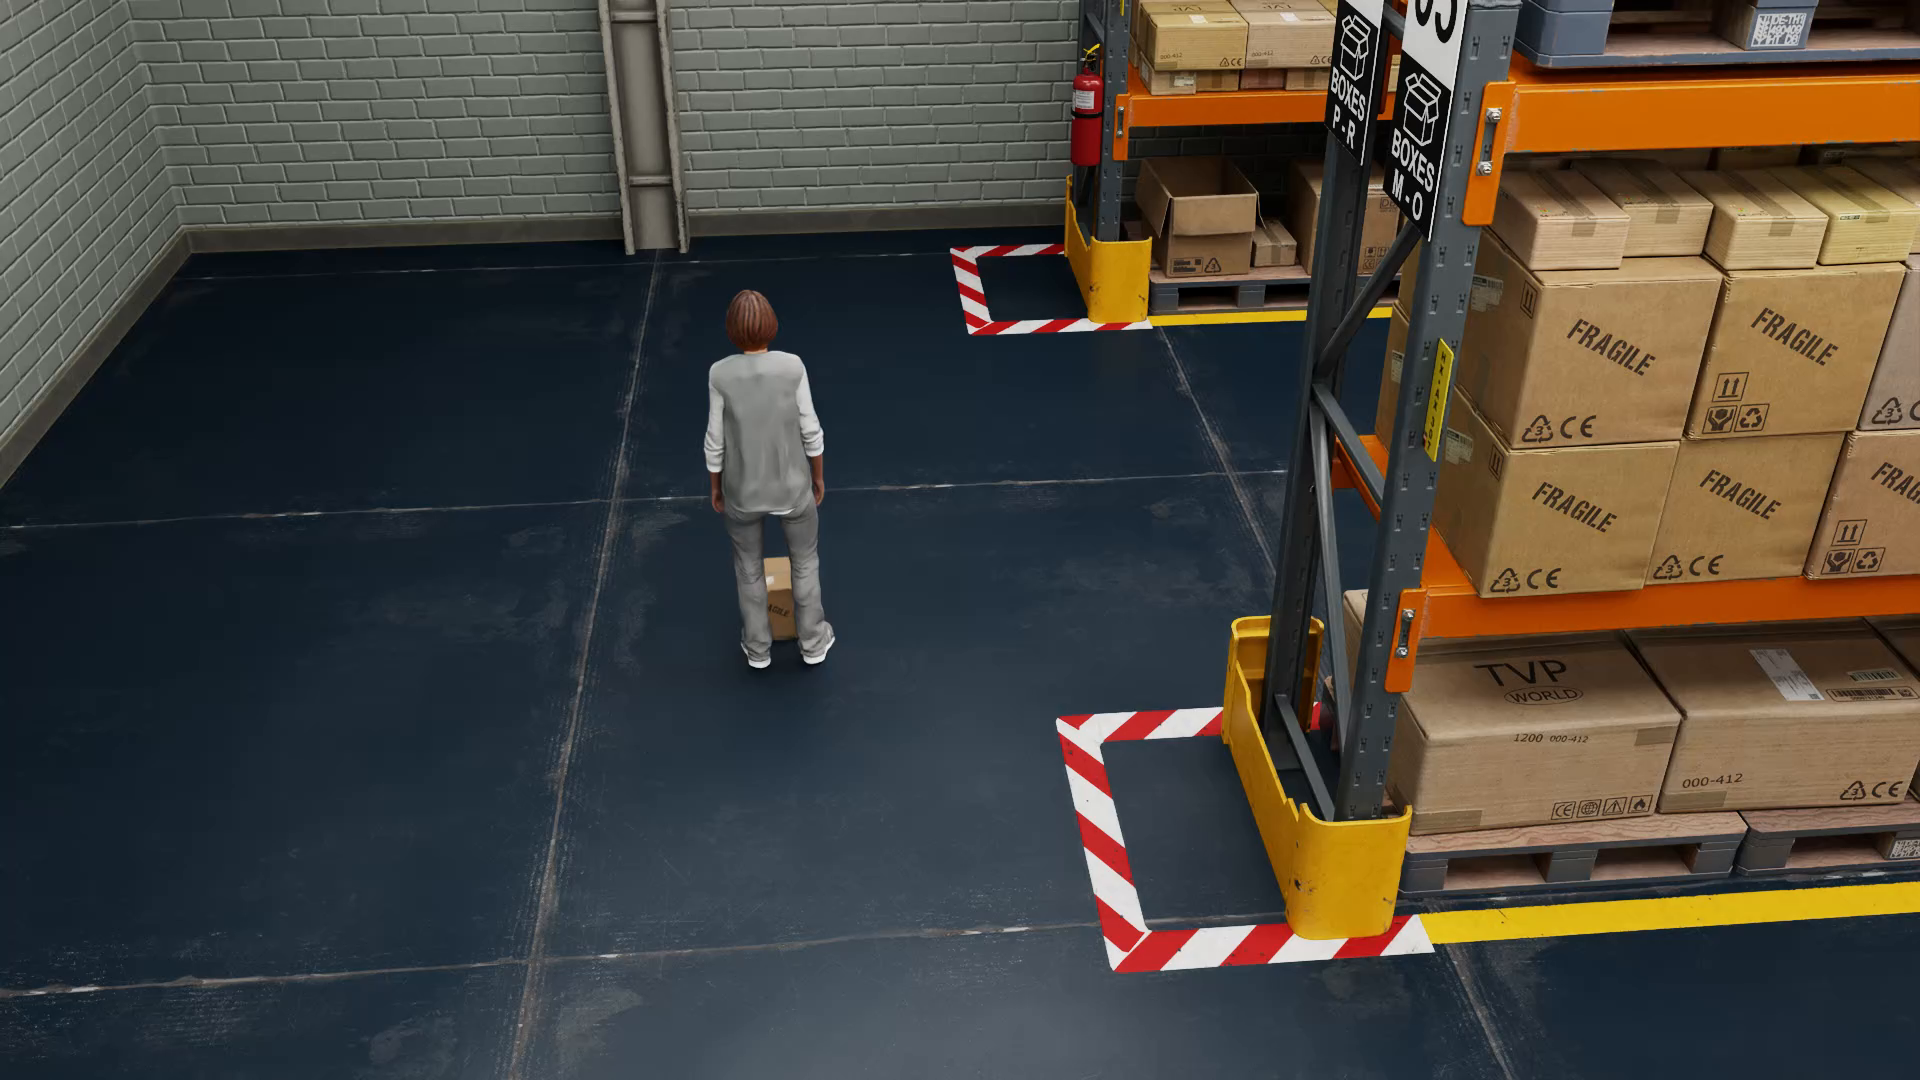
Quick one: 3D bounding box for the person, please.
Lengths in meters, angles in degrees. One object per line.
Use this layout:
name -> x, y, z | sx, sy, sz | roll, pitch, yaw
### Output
person -> -0.746, -0.198, 6.469 | 0.466, 1.591, 0.346 | -4, 32, -6
